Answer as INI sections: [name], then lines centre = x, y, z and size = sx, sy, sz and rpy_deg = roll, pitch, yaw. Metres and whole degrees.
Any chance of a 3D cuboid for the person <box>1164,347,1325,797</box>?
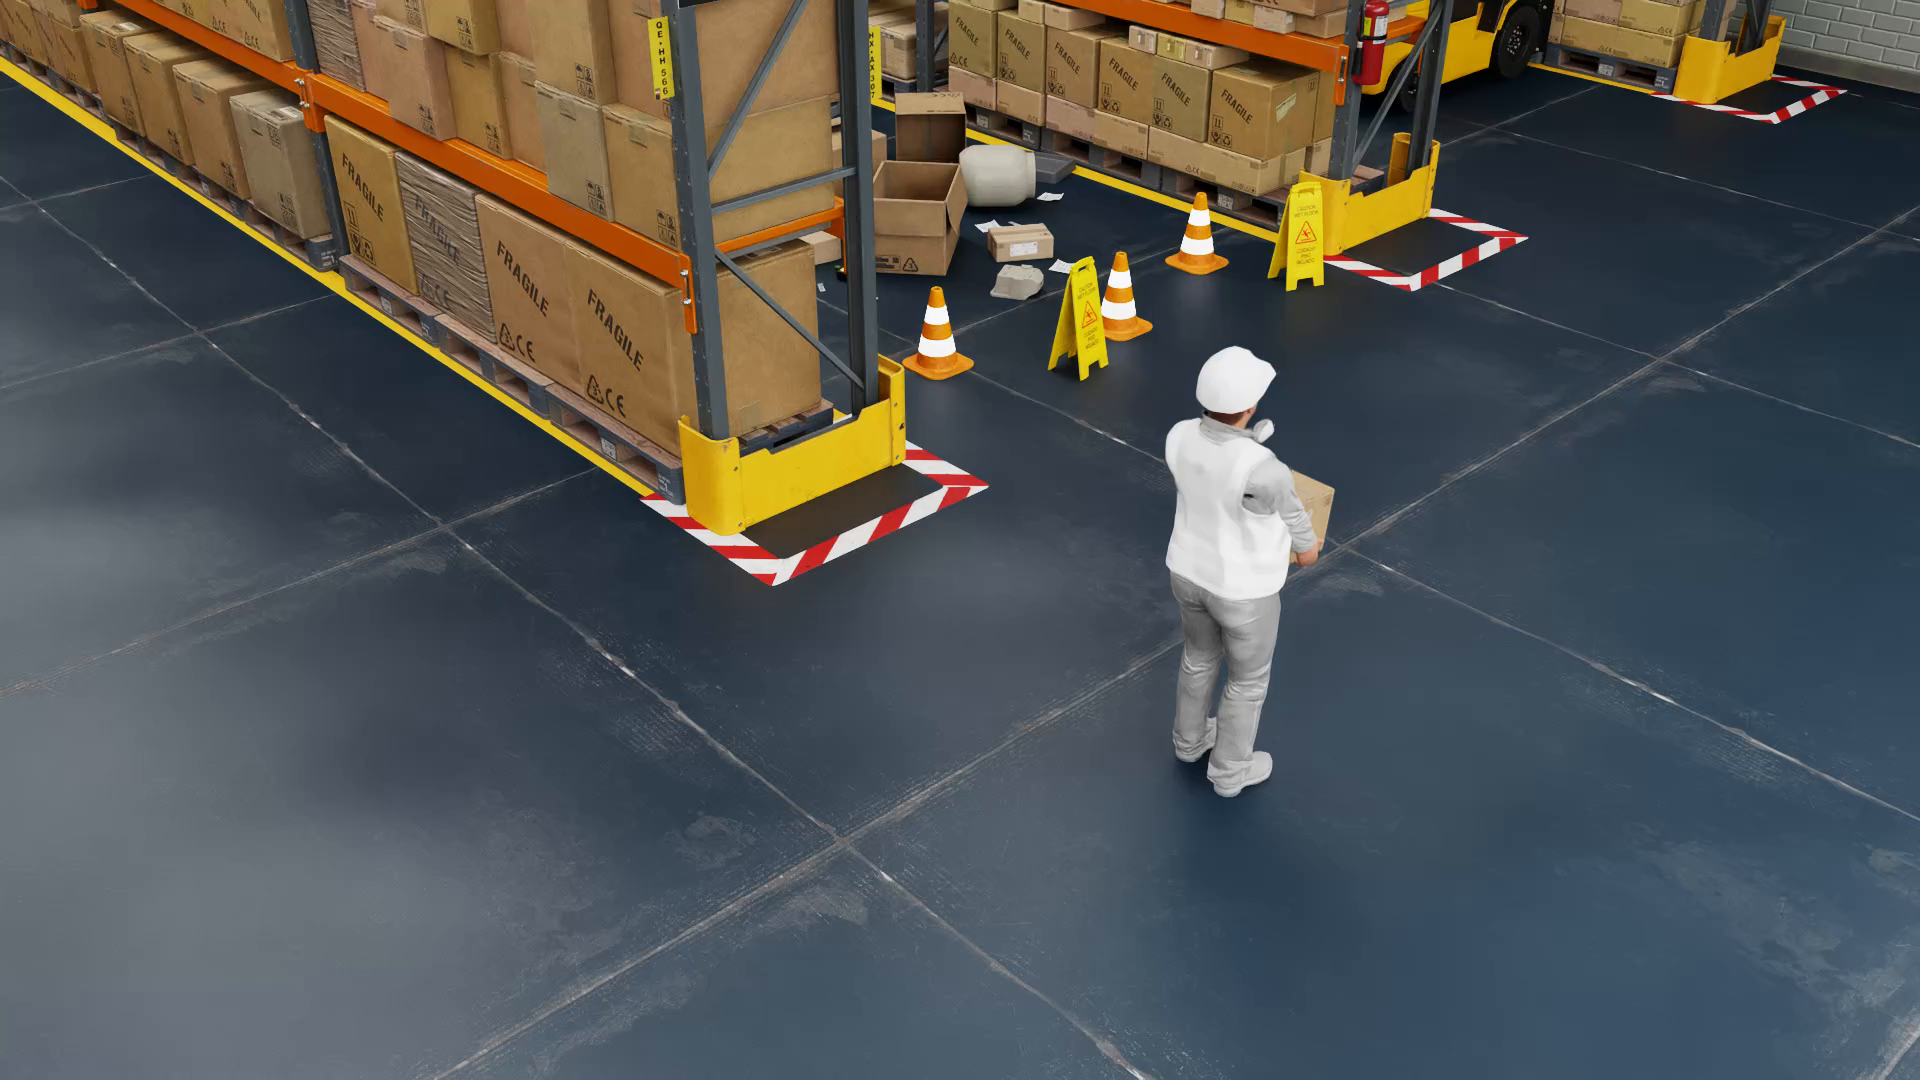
[person]
centre = 1.009, 0.081, 5.986
size = 0.556, 1.764, 0.494
rpy_deg = -25, 39, -34
